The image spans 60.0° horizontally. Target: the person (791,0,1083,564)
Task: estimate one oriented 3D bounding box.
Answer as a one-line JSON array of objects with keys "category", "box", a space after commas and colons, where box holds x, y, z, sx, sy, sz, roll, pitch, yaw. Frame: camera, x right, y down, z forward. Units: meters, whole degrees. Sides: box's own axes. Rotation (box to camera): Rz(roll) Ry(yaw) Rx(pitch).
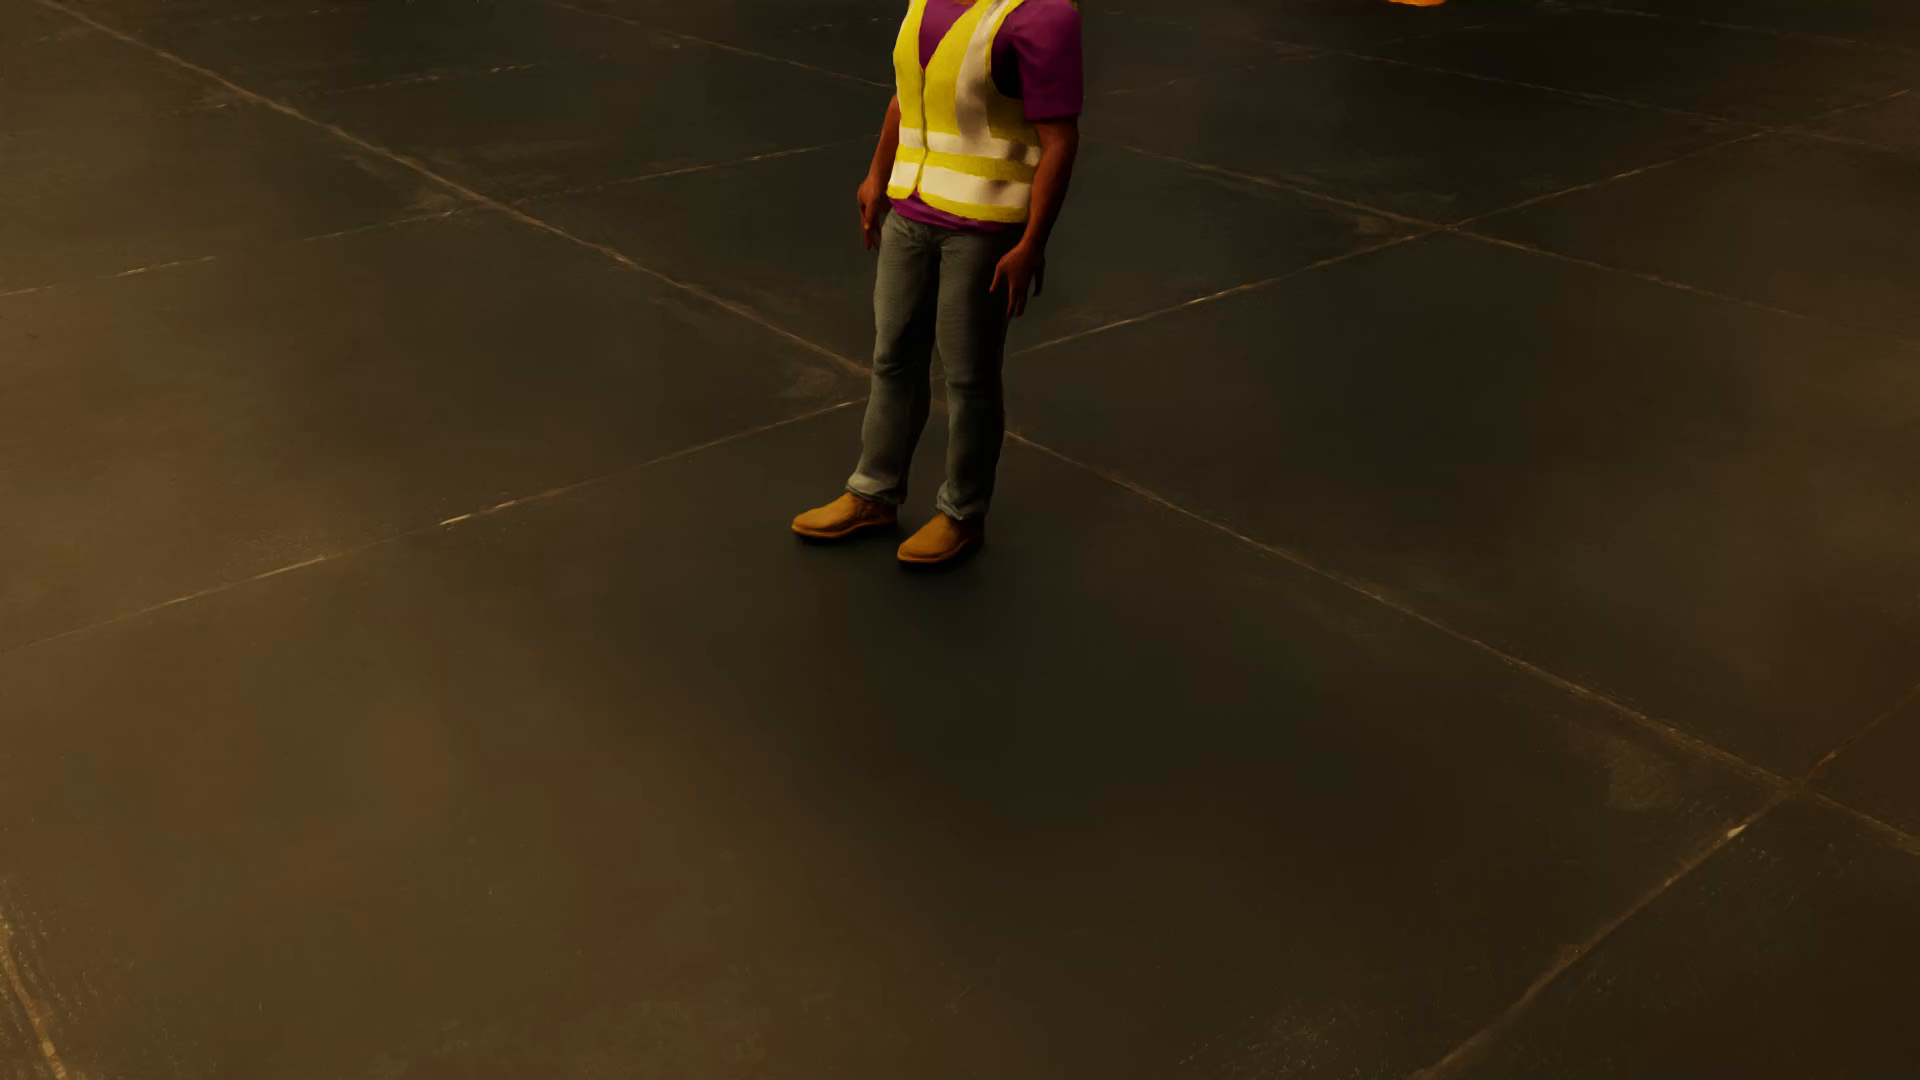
[{"category": "person", "box": [-0.057, -0.780, 4.069, 0.576, 1.766, 0.665, -20, 33, -35]}]
